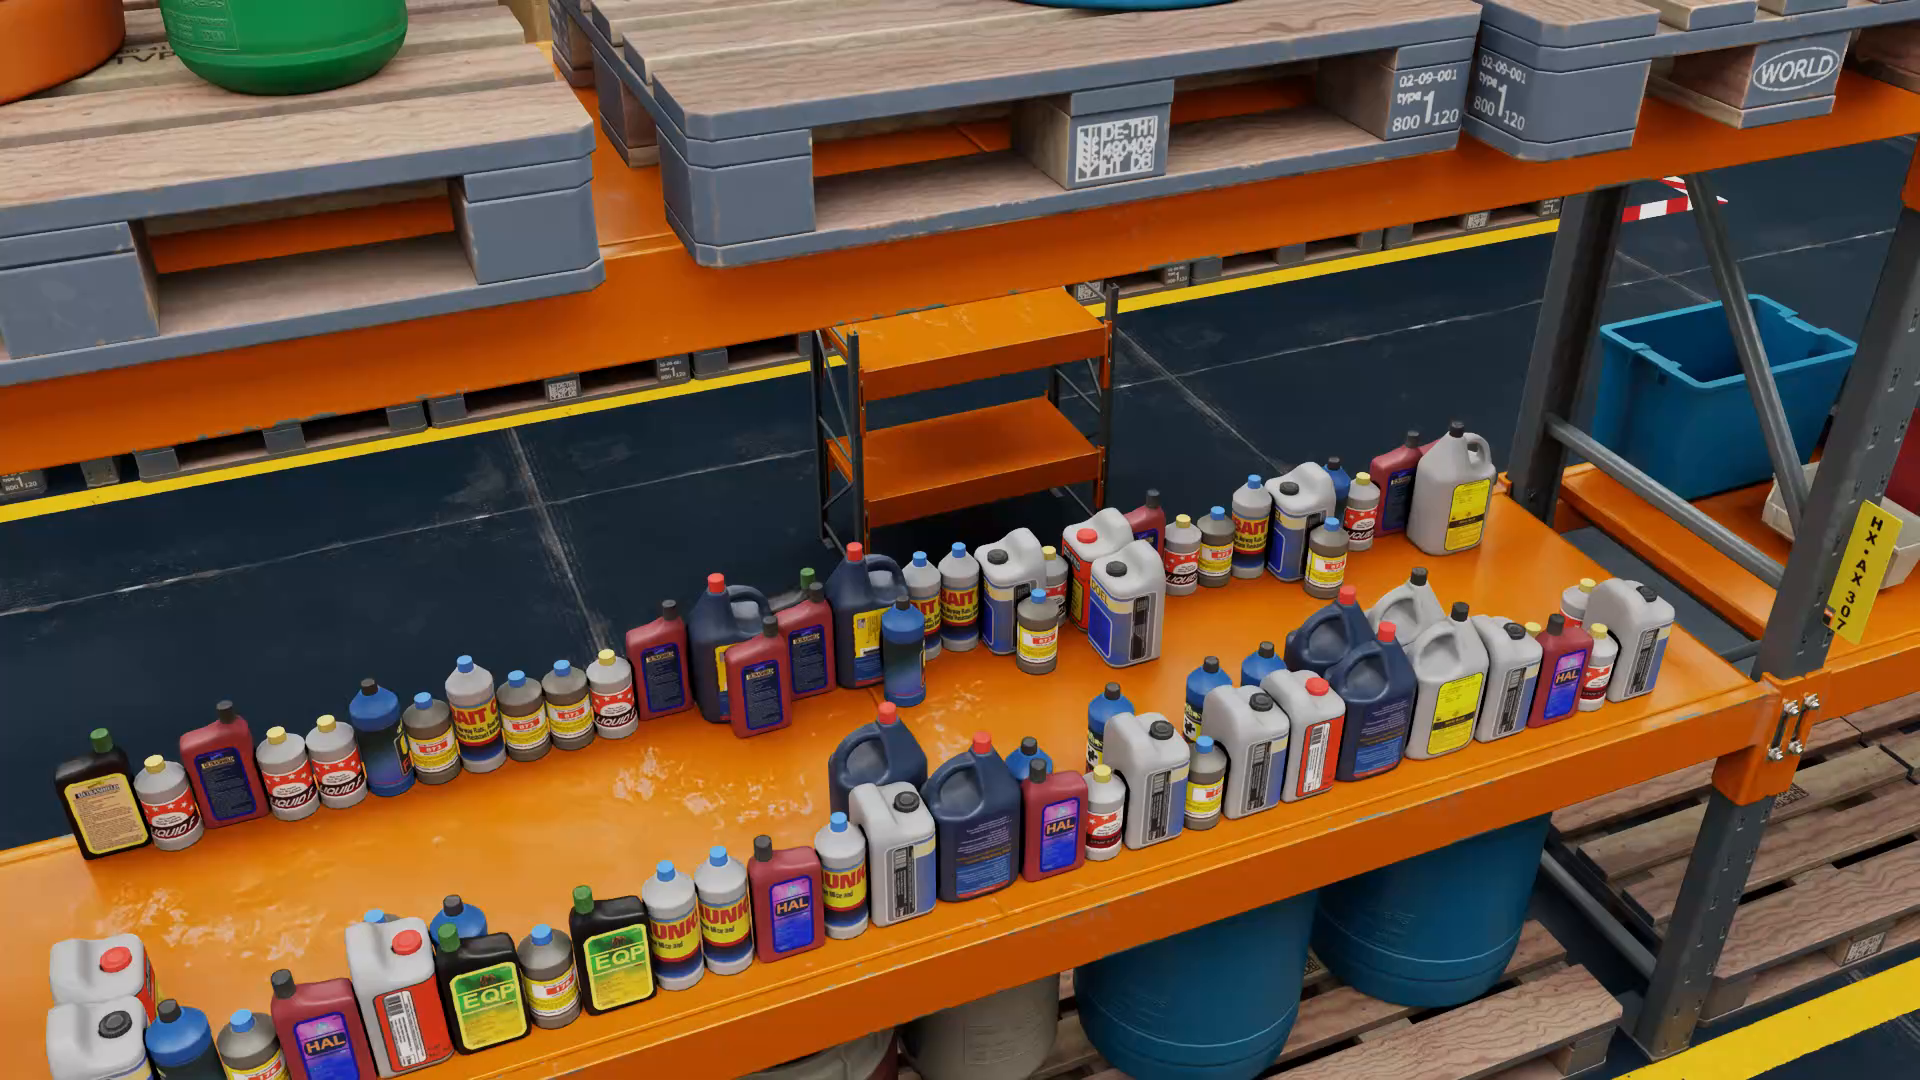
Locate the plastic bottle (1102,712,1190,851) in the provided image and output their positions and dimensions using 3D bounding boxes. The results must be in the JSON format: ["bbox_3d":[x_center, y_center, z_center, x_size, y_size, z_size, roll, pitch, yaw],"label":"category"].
[{"bbox_3d":[0.379,0.471,3.389,0.135,0.276,0.152,-13,35,-19],"label":"plastic bottle"}]

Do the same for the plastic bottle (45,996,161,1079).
[{"bbox_3d":[-1.407,0.880,2.761,0.135,0.276,0.152,-13,35,-19],"label":"plastic bottle"}]

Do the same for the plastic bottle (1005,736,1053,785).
[{"bbox_3d":[0.136,0.509,3.336,0.097,0.271,0.097,0,33,0],"label":"plastic bottle"}]

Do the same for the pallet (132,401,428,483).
[{"bbox_3d":[-3.142,-0.705,7.639,1.213,0.211,1.003,-13,35,-19],"label":"pallet"}]

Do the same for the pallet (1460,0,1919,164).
[{"bbox_3d":[1.072,-1.051,3.038,1.003,0.211,1.213,-13,35,-19],"label":"pallet"}]

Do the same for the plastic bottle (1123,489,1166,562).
[{"bbox_3d":[0.435,0.012,4.089,0.133,0.283,0.061,-13,35,-19],"label":"plastic bottle"}]

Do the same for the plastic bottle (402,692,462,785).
[{"bbox_3d":[-1.128,0.415,3.545,0.097,0.201,0.097,0,33,0],"label":"plastic bottle"}]

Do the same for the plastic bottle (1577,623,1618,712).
[{"bbox_3d":[1.422,0.280,3.752,0.097,0.201,0.097,0,33,0],"label":"plastic bottle"}]

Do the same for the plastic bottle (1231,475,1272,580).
[{"bbox_3d":[0.728,-0.040,4.178,0.097,0.271,0.097,0,33,0],"label":"plastic bottle"}]

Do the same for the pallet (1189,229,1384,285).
[{"bbox_3d":[1.603,-1.815,9.345,1.213,0.211,1.003,-13,35,-19],"label":"pallet"}]

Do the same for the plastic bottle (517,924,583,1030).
[{"bbox_3d":[-0.740,0.775,2.991,0.097,0.201,0.097,0,33,0],"label":"plastic bottle"}]

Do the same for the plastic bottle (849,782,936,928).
[{"bbox_3d":[-0.129,0.587,3.211,0.135,0.276,0.152,-13,35,-19],"label":"plastic bottle"}]

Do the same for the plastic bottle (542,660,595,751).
[{"bbox_3d":[-0.859,0.353,3.639,0.097,0.201,0.097,0,33,0],"label":"plastic bottle"}]

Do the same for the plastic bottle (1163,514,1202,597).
[{"bbox_3d":[0.548,0.031,4.134,0.097,0.201,0.097,0,33,0],"label":"plastic bottle"}]

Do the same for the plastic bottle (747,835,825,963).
[{"bbox_3d":[-0.324,0.656,3.099,0.133,0.283,0.061,-13,35,-19],"label":"plastic bottle"}]

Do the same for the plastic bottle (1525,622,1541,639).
[{"bbox_3d":[1.276,0.277,3.756,0.097,0.201,0.097,0,33,0],"label":"plastic bottle"}]

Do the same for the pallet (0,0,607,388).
[{"bbox_3d":[-1.188,-0.534,2.242,1.213,0.211,1.003,-13,35,-19],"label":"pallet"}]

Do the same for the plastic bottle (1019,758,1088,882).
[{"bbox_3d":[0.183,0.540,3.277,0.133,0.283,0.061,-13,35,-19],"label":"plastic bottle"}]

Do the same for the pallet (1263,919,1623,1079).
[{"bbox_3d":[1.029,1.223,4.677,1.213,0.211,1.003,-13,35,-19],"label":"pallet"}]

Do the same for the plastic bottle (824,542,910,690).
[{"bbox_3d":[-0.213,0.156,3.804,0.185,0.351,0.144,-13,35,-19],"label":"plastic bottle"}]

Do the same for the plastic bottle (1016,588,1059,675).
[{"bbox_3d":[0.180,0.205,3.867,0.097,0.201,0.097,0,33,0],"label":"plastic bottle"}]

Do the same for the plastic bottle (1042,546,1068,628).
[{"bbox_3d":[0.211,0.108,4.016,0.097,0.201,0.097,0,33,0],"label":"plastic bottle"}]

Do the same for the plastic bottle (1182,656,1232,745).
[{"bbox_3d":[0.527,0.365,3.556,0.097,0.271,0.097,0,33,0],"label":"plastic bottle"}]

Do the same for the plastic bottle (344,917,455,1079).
[{"bbox_3d":[-0.981,0.782,2.911,0.135,0.276,0.152,-13,35,-19],"label":"plastic bottle"}]

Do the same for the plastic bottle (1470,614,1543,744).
[{"bbox_3d":[1.182,0.287,3.672,0.135,0.276,0.152,-13,35,-19],"label":"plastic bottle"}]

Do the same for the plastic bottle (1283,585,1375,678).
[{"bbox_3d":[0.810,0.258,3.648,0.185,0.351,0.144,-13,35,-19],"label":"plastic bottle"}]

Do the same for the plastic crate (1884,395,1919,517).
[{"bbox_3d":[2.677,-0.202,4.196,0.583,0.464,0.402,-13,35,-19],"label":"plastic crate"}]

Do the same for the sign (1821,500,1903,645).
[{"bbox_3d":[1.968,0.073,3.633,0.005,0.325,0.100,-13,35,-19],"label":"sign"}]

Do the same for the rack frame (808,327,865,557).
[{"bbox_3d":[-0.462,-0.366,6.280,0.032,1.125,0.500,-13,35,-19],"label":"rack frame"}]

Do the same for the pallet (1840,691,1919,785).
[{"bbox_3d":[3.546,0.647,5.563,1.213,0.211,1.003,-13,35,-19],"label":"pallet"}]

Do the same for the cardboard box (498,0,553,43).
[{"bbox_3d":[-1.762,-2.393,7.201,0.500,0.500,0.700,-23,39,-31],"label":"cardboard box"}]

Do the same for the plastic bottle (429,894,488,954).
[{"bbox_3d":[-0.887,0.743,2.976,0.097,0.271,0.097,0,33,0],"label":"plastic bottle"}]

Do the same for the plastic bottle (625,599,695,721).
[{"bbox_3d":[-0.670,0.264,3.700,0.133,0.283,0.061,-13,35,-19],"label":"plastic bottle"}]

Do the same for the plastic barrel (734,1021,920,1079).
[{"bbox_3d":[-0.446,1.241,3.918,0.708,0.588,0.600,-13,35,-19],"label":"plastic barrel"}]

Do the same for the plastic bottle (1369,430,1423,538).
[{"bbox_3d":[1.130,-0.148,4.334,0.133,0.283,0.061,-13,35,-19],"label":"plastic bottle"}]

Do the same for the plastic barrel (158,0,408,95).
[{"bbox_3d":[-0.865,-0.719,2.112,0.294,0.245,0.294,0,33,0],"label":"plastic barrel"}]

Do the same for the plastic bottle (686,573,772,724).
[{"bbox_3d":[-0.507,0.224,3.701,0.185,0.351,0.144,-13,35,-19],"label":"plastic bottle"}]

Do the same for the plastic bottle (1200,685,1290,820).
[{"bbox_3d":[0.593,0.422,3.465,0.135,0.276,0.152,-13,35,-19],"label":"plastic bottle"}]

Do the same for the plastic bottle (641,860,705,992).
[{"bbox_3d":[-0.527,0.697,3.047,0.097,0.271,0.097,0,33,0],"label":"plastic bottle"}]

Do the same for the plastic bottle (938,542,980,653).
[{"bbox_3d":[-0.003,0.128,3.922,0.097,0.271,0.097,0,33,0],"label":"plastic bottle"}]

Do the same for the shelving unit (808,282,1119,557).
[{"bbox_3d":[0.006,-0.473,6.445,1.048,1.125,0.538,-13,35,-19],"label":"shelving unit"}]

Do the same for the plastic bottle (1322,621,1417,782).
[{"bbox_3d":[0.865,0.331,3.537,0.185,0.351,0.144,-13,35,-19],"label":"plastic bottle"}]

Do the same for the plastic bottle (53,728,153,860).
[{"bbox_3d":[-1.724,0.506,3.329,0.133,0.283,0.061,-13,35,-19],"label":"plastic bottle"}]

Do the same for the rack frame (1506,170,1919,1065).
[{"bbox_3d":[1.757,-0.088,4.134,0.127,3.000,1.000,-13,35,-19],"label":"rack frame"}]

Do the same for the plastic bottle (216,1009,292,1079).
[{"bbox_3d":[-1.200,0.880,2.829,0.097,0.201,0.097,0,33,0],"label":"plastic bottle"}]

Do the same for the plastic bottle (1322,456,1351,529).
[{"bbox_3d":[0.941,-0.089,4.254,0.097,0.271,0.097,0,33,0],"label":"plastic bottle"}]

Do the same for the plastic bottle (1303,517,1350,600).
[{"bbox_3d":[0.911,0.038,4.124,0.097,0.201,0.097,0,33,0],"label":"plastic bottle"}]

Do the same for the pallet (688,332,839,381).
[{"bbox_3d":[-0.893,-1.220,8.431,1.213,0.211,1.003,-13,35,-19],"label":"pallet"}]

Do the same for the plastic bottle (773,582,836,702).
[{"bbox_3d":[-0.353,0.228,3.756,0.133,0.283,0.061,-13,35,-19],"label":"plastic bottle"}]

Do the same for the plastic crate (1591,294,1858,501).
[{"bbox_3d":[2.055,-0.376,4.537,0.575,0.384,0.392,-13,35,-19],"label":"plastic crate"}]

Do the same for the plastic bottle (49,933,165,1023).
[{"bbox_3d":[-1.466,0.804,2.878,0.135,0.276,0.152,-13,35,-19],"label":"plastic bottle"}]

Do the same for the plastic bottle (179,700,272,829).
[{"bbox_3d":[-1.511,0.457,3.404,0.133,0.283,0.061,-13,35,-19],"label":"plastic bottle"}]

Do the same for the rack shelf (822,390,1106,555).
[{"bbox_3d":[0.006,-0.268,6.579,1.000,0.278,0.538,-13,35,-19],"label":"rack shelf"}]

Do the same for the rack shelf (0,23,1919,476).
[{"bbox_3d":[-0.087,-0.621,2.864,4.000,0.370,1.077,-13,35,-19],"label":"rack shelf"}]

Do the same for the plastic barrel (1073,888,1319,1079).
[{"bbox_3d":[0.596,0.872,4.199,0.708,0.901,0.600,-13,35,-19],"label":"plastic barrel"}]

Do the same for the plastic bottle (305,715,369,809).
[{"bbox_3d":[-1.308,0.456,3.481,0.097,0.201,0.097,0,33,0],"label":"plastic bottle"}]
